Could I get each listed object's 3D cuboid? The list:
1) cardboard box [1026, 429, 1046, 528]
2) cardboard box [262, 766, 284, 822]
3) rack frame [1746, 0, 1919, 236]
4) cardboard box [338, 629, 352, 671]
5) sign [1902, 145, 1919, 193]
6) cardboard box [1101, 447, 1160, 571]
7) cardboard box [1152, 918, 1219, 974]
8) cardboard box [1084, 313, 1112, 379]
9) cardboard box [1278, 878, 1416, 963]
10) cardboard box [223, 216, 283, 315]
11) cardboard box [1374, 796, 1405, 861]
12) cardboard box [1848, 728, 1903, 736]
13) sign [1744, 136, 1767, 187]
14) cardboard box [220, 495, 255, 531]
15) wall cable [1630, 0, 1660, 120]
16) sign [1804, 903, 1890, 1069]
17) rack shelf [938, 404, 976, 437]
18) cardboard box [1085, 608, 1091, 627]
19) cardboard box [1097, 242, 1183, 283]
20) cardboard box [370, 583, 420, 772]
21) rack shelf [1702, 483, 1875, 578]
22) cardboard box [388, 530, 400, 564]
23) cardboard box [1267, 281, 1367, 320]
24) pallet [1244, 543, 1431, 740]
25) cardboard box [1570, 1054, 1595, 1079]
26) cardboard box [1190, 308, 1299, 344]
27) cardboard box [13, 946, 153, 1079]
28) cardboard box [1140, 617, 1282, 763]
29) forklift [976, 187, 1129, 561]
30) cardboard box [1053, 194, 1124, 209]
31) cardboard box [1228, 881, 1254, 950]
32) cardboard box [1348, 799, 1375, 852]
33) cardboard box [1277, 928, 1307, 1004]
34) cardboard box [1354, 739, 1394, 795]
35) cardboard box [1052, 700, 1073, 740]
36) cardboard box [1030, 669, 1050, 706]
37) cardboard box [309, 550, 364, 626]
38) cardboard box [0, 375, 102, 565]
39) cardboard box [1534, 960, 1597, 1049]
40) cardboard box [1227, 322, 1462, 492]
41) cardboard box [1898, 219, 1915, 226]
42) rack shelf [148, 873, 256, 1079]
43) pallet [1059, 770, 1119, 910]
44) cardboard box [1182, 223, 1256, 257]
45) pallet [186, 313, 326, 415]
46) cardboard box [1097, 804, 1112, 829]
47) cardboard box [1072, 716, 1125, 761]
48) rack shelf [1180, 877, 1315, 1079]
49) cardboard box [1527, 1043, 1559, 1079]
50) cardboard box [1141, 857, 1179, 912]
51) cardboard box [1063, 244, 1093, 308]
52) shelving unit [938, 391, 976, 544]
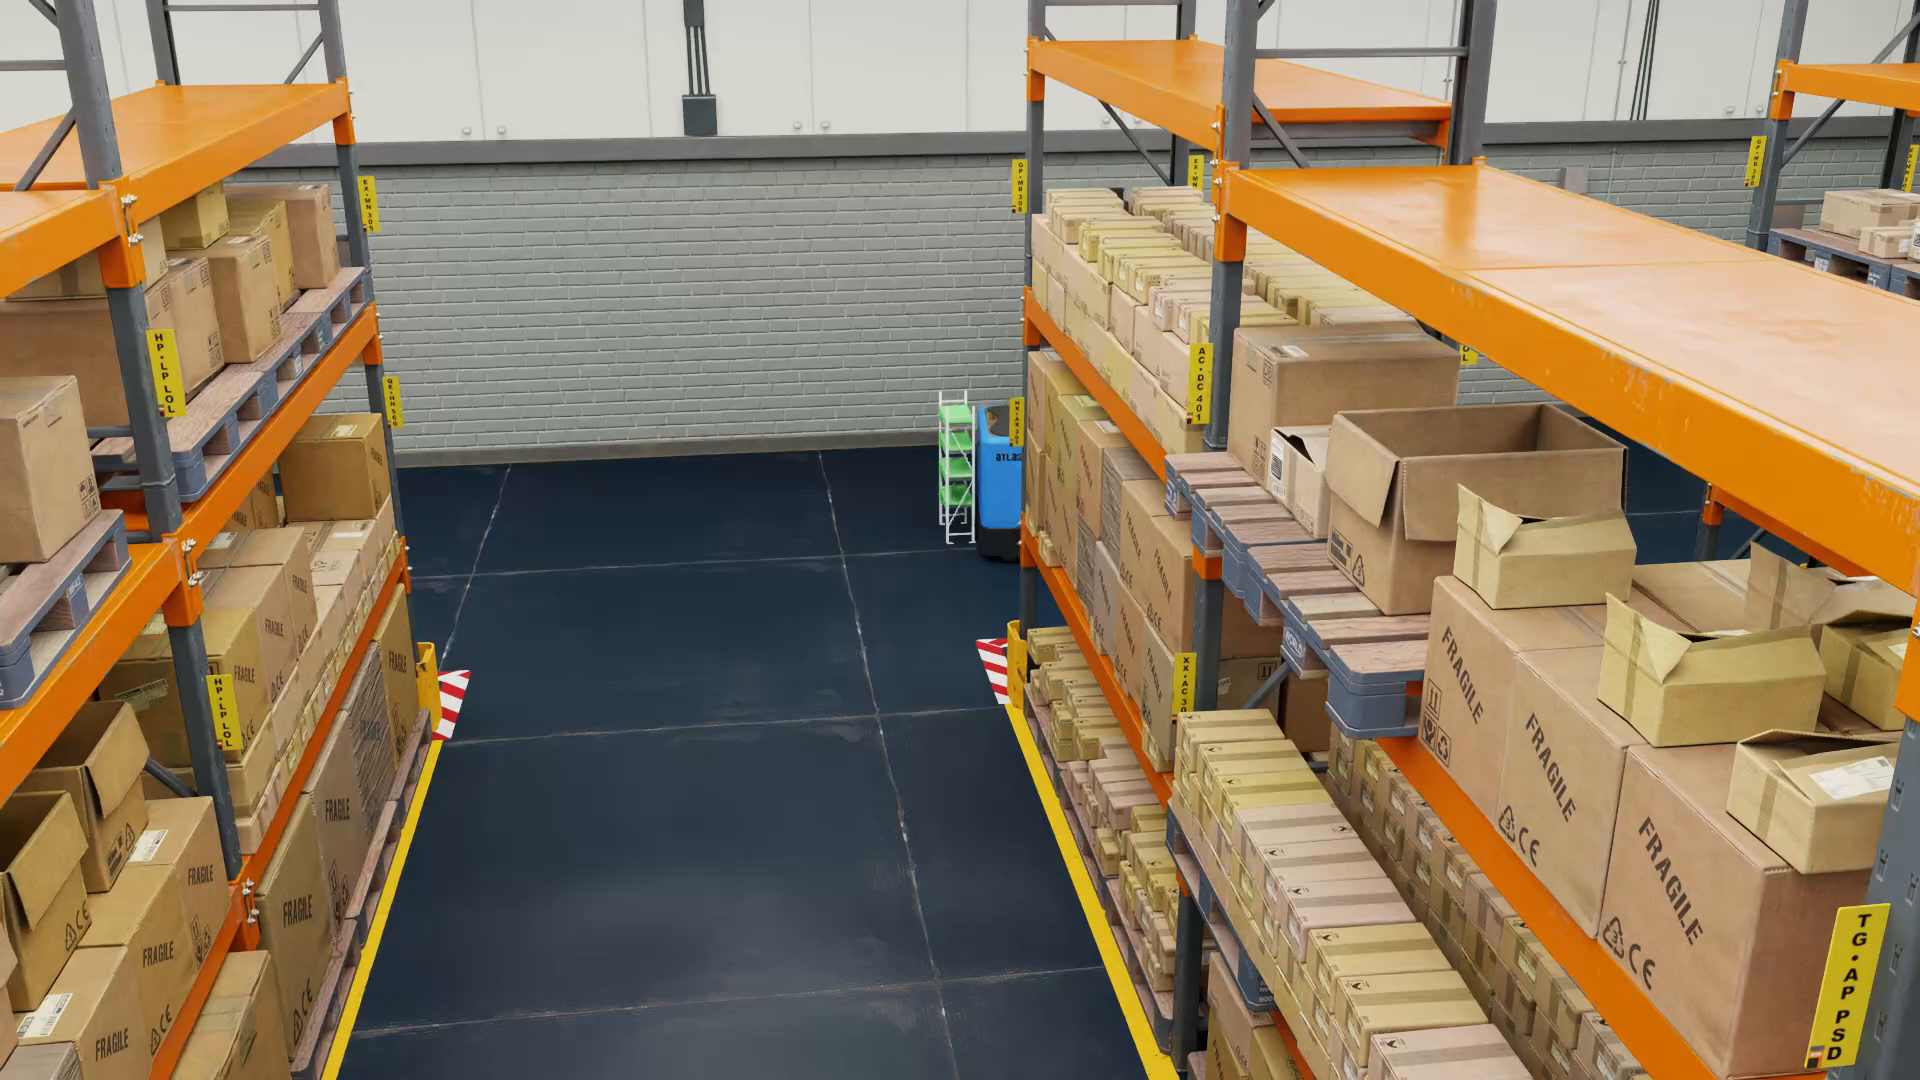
[{"bbox_3d":[0.698,-0.399,10.429,0.500,0.500,0.500,-2,21,-5],"label":"cardboard box"},{"bbox_3d":[-3.191,1.126,7.275,0.380,0.149,0.250,-4,21,-10],"label":"cardboard box"},{"bbox_3d":[5.790,-3.477,10.665,1.000,3.000,0.127,-3,21,-8],"label":"rack frame"},{"bbox_3d":[-3.419,0.587,8.717,0.380,0.149,0.250,-3,21,-7],"label":"cardboard box"},{"bbox_3d":[6.329,-2.472,11.109,0.100,0.325,0.005,-3,21,-8],"label":"sign"},{"bbox_3d":[1.008,-0.158,8.354,0.500,0.500,0.500,-2,21,-6],"label":"cardboard box"},{"bbox_3d":[1.123,1.909,7.866,0.380,0.149,0.250,-3,21,-7],"label":"cardboard box"},{"bbox_3d":[0.941,-1.009,8.558,0.500,0.250,0.500,-3,21,-8],"label":"cardboard box"},{"bbox_3d":[1.272,1.252,5.485,0.380,0.149,0.250,-2,21,-6],"label":"cardboard box"},{"bbox_3d":[-3.804,-1.308,8.257,0.700,0.500,0.500,-4,21,-11],"label":"cardboard box"},{"bbox_3d":[1.808,1.089,6.346,0.380,0.149,0.250,-2,21,-5],"label":"cardboard box"},{"bbox_3d":[2.241,0.725,3.559,0.500,0.500,0.500,-3,21,-8],"label":"cardboard box"},{"bbox_3d":[5.240,-2.493,10.953,0.100,0.325,0.005,-3,21,-8],"label":"sign"},{"bbox_3d":[-4.062,-0.055,8.795,0.500,0.500,0.500,-3,21,-9],"label":"cardboard box"},{"bbox_3d":[8.198,-5.614,16.333,2.988,3.039,0.133,-3,21,-8],"label":"wall cable"},{"bbox_3d":[1.522,0.767,2.849,0.100,0.325,0.005,-3,21,-8],"label":"sign"},{"bbox_3d":[-0.028,-1.010,14.016,0.258,0.148,0.480,-3,21,-7],"label":"rack shelf"},{"bbox_3d":[0.904,0.402,9.212,0.380,0.149,0.250,-2,21,-6],"label":"cardboard box"},{"bbox_3d":[0.899,-1.381,8.269,0.380,0.149,0.250,-3,21,-9],"label":"cardboard box"},{"bbox_3d":[-3.845,0.849,10.092,0.875,0.875,0.875,-3,21,-8],"label":"cardboard box"},{"bbox_3d":[6.079,0.363,9.986,1.077,0.370,4.000,-3,21,-8],"label":"rack shelf"},{"bbox_3d":[-3.639,0.057,10.134,0.380,0.149,0.250,-3,21,-7],"label":"cardboard box"},{"bbox_3d":[1.582,-1.046,7.372,0.380,0.149,0.250,-3,21,-8],"label":"cardboard box"},{"bbox_3d":[1.619,0.264,5.204,1.213,0.211,1.003,-3,21,-8],"label":"pallet"},{"bbox_3d":[2.034,1.632,4.893,0.380,0.149,0.250,-3,21,-8],"label":"cardboard box"},{"bbox_3d":[1.167,-0.848,6.841,0.380,0.149,0.250,-4,21,-10],"label":"cardboard box"},{"bbox_3d":[-2.955,1.672,5.311,0.500,0.500,0.500,-3,21,-8],"label":"cardboard box"},{"bbox_3d":[1.134,0.663,7.585,0.500,0.500,0.500,-3,21,-8],"label":"cardboard box"},{"bbox_3d":[1.664,-1.370,13.695,3.031,2.935,1.130,-1,20,-2],"label":"forklift"},{"bbox_3d":[0.747,-1.925,9.727,0.380,0.149,0.250,-2,21,-6],"label":"cardboard box"},{"bbox_3d":[1.198,1.353,6.066,0.380,0.149,0.250,-3,21,-7],"label":"cardboard box"},{"bbox_3d":[1.774,1.141,6.632,0.380,0.149,0.250,-3,21,-7],"label":"cardboard box"},{"bbox_3d":[1.279,1.398,5.520,0.380,0.149,0.250,-3,21,-9],"label":"cardboard box"},{"bbox_3d":[1.774,0.867,6.516,0.380,0.149,0.250,-4,21,-9],"label":"cardboard box"},{"bbox_3d":[0.764,1.084,10.076,0.380,0.149,0.250,-2,21,-6],"label":"cardboard box"},{"bbox_3d":[0.665,0.954,10.849,0.380,0.149,0.250,-2,21,-7],"label":"cardboard box"},{"bbox_3d":[-3.538,0.270,8.995,0.500,0.250,0.500,-4,21,-10],"label":"cardboard box"},{"bbox_3d":[-3.346,-0.230,5.516,0.700,0.500,0.500,-2,21,-6],"label":"cardboard box"},{"bbox_3d":[1.994,1.405,5.075,0.380,0.149,0.250,-2,21,-6],"label":"cardboard box"},{"bbox_3d":[1.429,-0.509,6.262,0.700,0.500,0.500,-3,21,-8],"label":"cardboard box"},{"bbox_3d":[6.084,-1.905,10.360,0.380,0.149,0.250,-5,21,-12],"label":"cardboard box"},{"bbox_3d":[-3.151,2.247,4.940,1.077,0.370,4.000,-3,21,-8],"label":"rack shelf"},{"bbox_3d":[1.172,1.655,9.483,1.003,0.211,1.213,-3,21,-8],"label":"pallet"},{"bbox_3d":[1.398,-1.593,8.836,0.380,0.149,0.250,-2,21,-7],"label":"cardboard box"},{"bbox_3d":[-3.720,-0.851,8.047,1.003,0.211,1.213,-3,21,-8],"label":"pallet"},{"bbox_3d":[0.969,1.571,9.197,0.380,0.149,0.250,-3,21,-7],"label":"cardboard box"},{"bbox_3d":[0.855,1.131,9.524,0.380,0.149,0.250,-3,21,-7],"label":"cardboard box"},{"bbox_3d":[1.771,2.032,5.516,1.077,0.370,4.000,-3,21,-8],"label":"rack shelf"},{"bbox_3d":[2.002,1.685,5.177,0.380,0.149,0.250,-3,21,-7],"label":"cardboard box"},{"bbox_3d":[1.098,1.666,8.092,0.380,0.149,0.250,-3,21,-7],"label":"cardboard box"},{"bbox_3d":[0.850,-1.430,8.970,0.500,0.250,0.500,-3,21,-7],"label":"cardboard box"},{"bbox_3d":[-0.028,-0.620,14.161,0.258,1.200,0.503,-3,21,-7],"label":"shelving unit"}]
